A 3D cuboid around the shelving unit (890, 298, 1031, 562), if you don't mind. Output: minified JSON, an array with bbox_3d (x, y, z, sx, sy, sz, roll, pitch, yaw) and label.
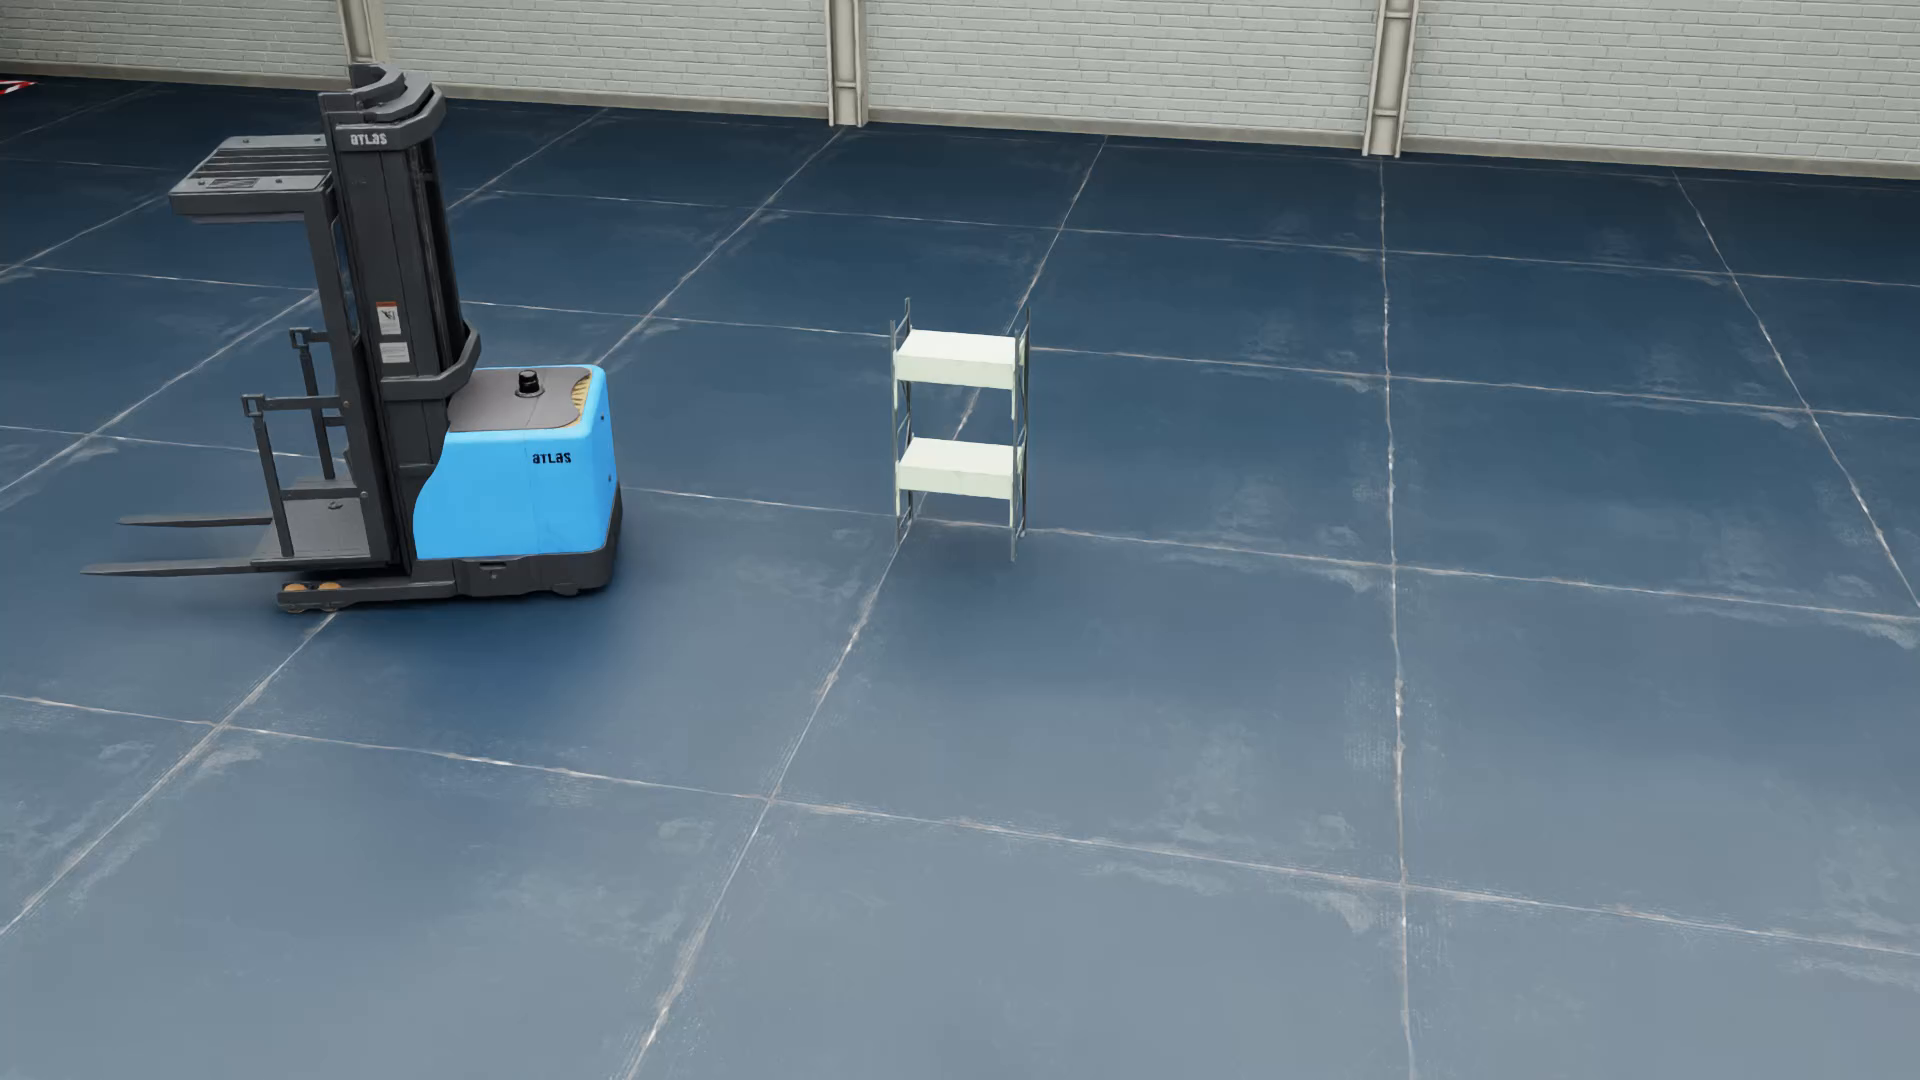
[{"bbox_3d":[0.007,-0.657,10.051,0.755,1.500,0.431,6,29,11],"label":"shelving unit"}]

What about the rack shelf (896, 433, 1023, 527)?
[{"bbox_3d":[0.007,-0.371,10.207,0.720,0.370,0.431,6,29,11],"label":"rack shelf"}]

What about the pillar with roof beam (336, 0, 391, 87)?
[{"bbox_3d":[-8.050,-7.346,14.460,0.400,9.000,9.100,6,29,11],"label":"pillar with roof beam"}]

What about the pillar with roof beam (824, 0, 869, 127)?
[{"bbox_3d":[-2.183,-6.744,13.361,0.400,9.000,9.100,6,29,11],"label":"pillar with roof beam"}]

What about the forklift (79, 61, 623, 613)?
[{"bbox_3d":[-3.616,-1.128,9.421,3.031,2.935,1.130,-2,29,-5],"label":"forklift"}]

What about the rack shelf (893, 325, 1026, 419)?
[{"bbox_3d":[0.007,-1.000,9.863,0.720,0.370,0.431,6,29,11],"label":"rack shelf"}]

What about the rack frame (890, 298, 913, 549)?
[{"bbox_3d":[-0.351,-0.694,10.118,0.023,1.500,0.400,6,29,11],"label":"rack frame"}]

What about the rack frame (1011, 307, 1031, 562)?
[{"bbox_3d":[0.364,-0.620,9.984,0.023,1.500,0.400,6,29,11],"label":"rack frame"}]

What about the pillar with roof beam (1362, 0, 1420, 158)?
[{"bbox_3d":[3.685,-6.143,12.262,0.400,9.000,9.100,6,29,11],"label":"pillar with roof beam"}]
